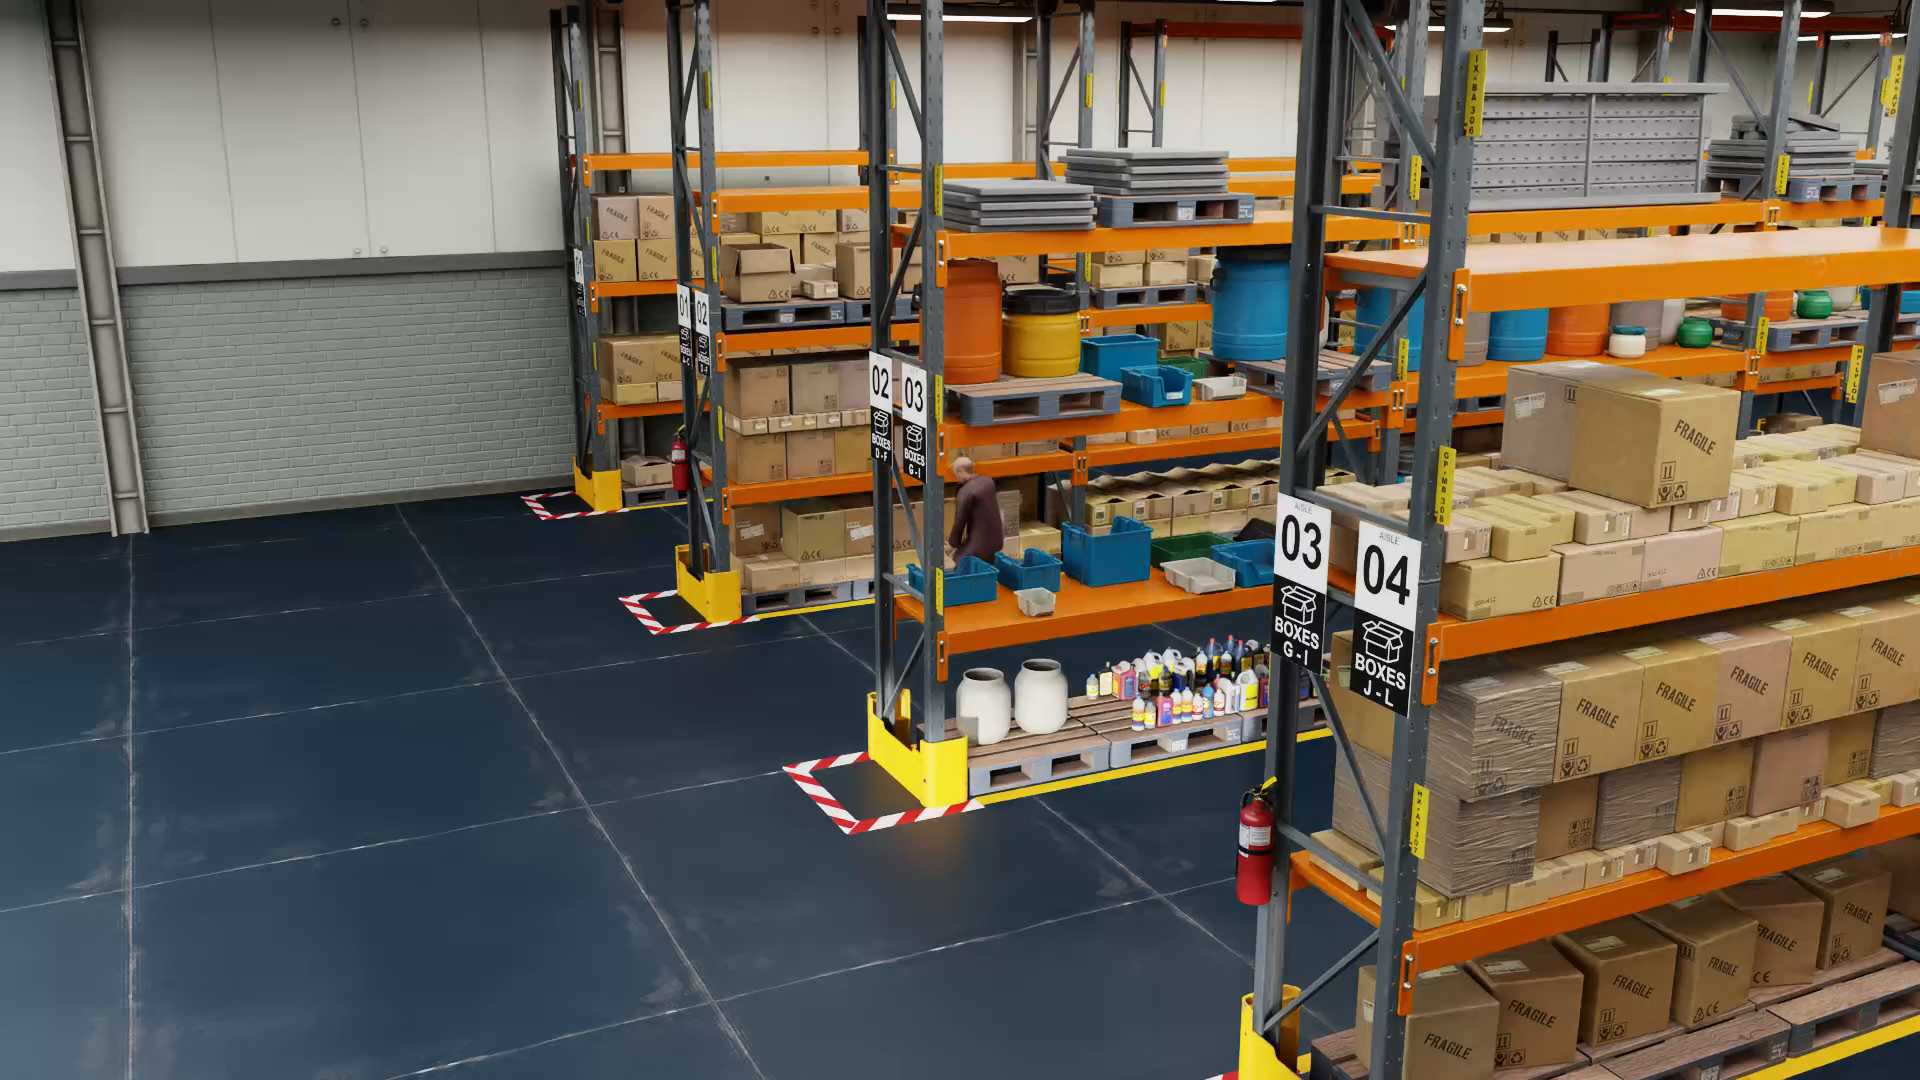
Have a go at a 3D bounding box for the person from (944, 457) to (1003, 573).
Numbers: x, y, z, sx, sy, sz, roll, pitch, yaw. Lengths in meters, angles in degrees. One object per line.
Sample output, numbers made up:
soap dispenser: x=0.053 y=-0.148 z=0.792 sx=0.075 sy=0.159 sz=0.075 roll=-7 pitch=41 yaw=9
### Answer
person: x=0.143 y=0.032 z=16.027 sx=0.502 sy=1.666 sz=0.607 roll=10 pitch=18 yaw=32
